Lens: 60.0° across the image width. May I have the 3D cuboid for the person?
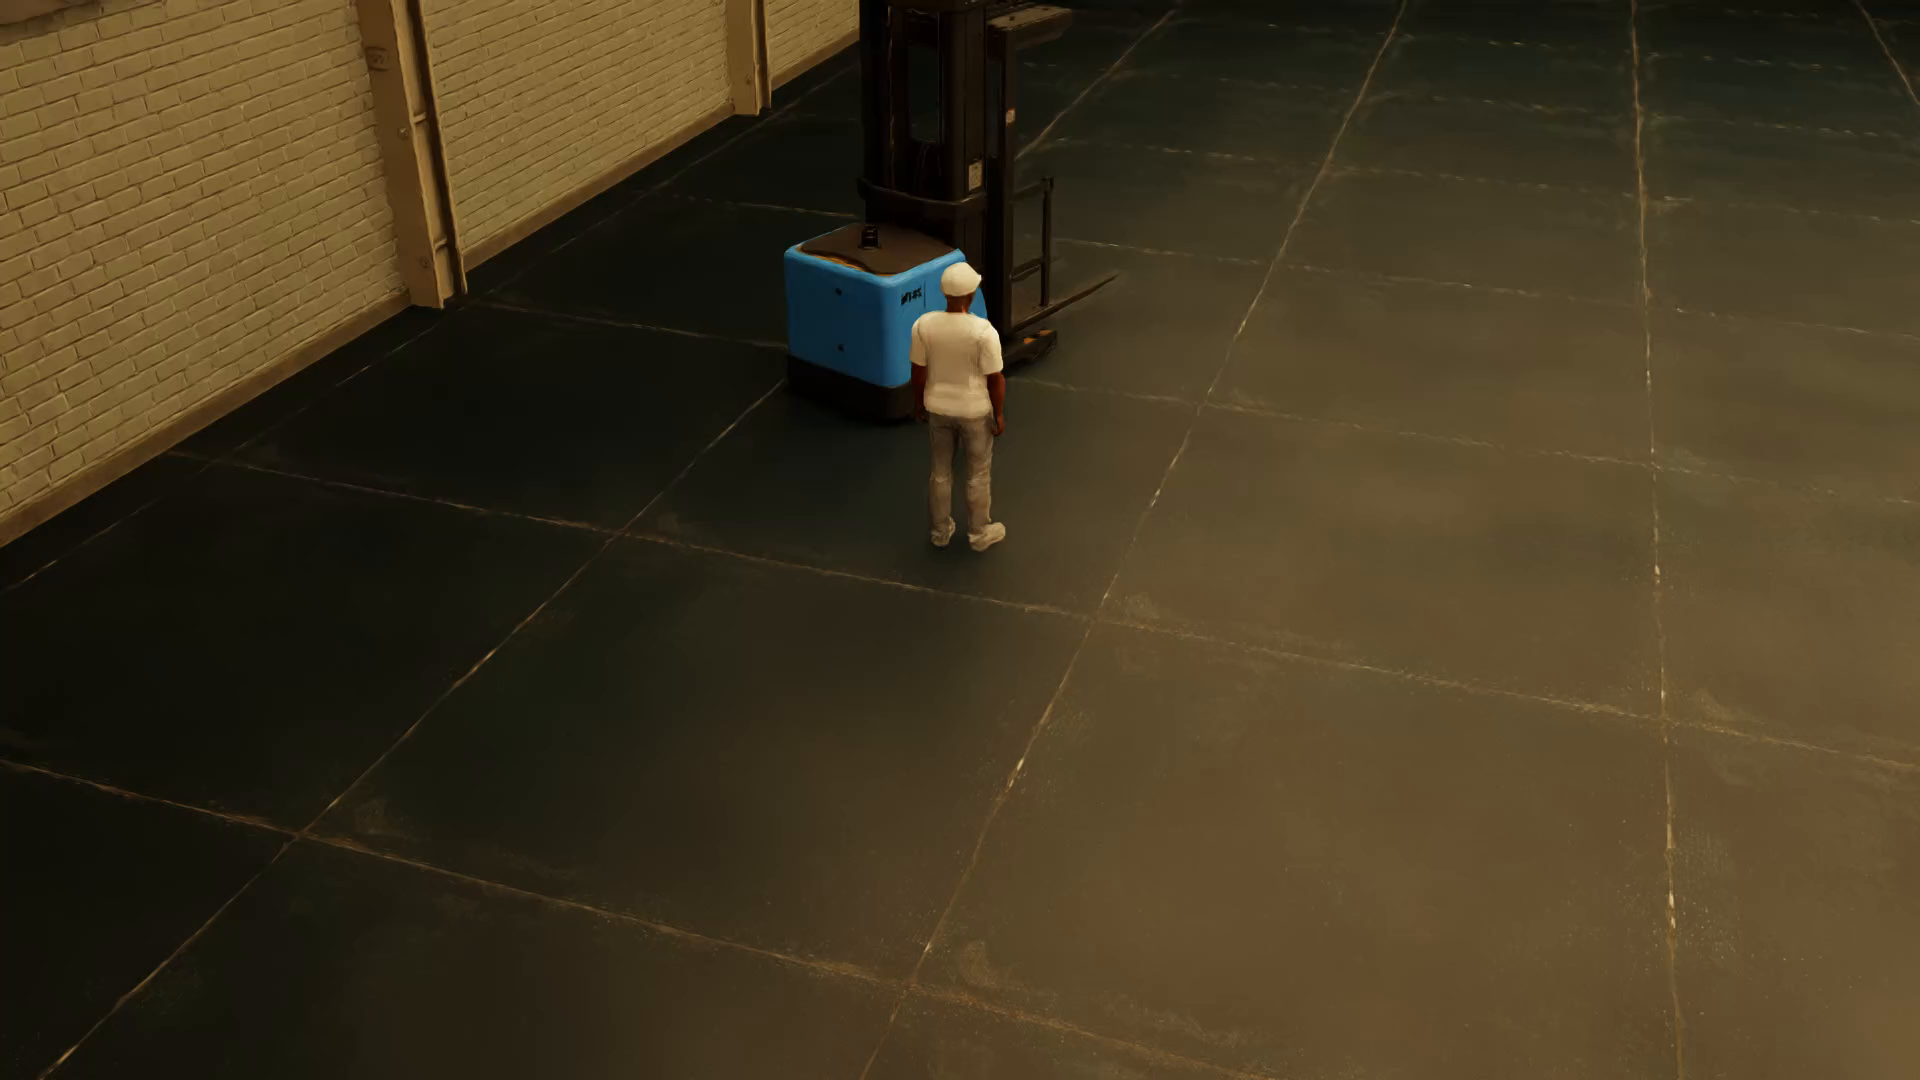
[{"bbox_3d":[0.003,-0.774,9.669,0.559,1.771,0.367,10,31,16],"label":"person"}]

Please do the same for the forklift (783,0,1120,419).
[{"bbox_3d":[0.082,-2.762,11.982,1.130,2.935,3.031,22,36,33],"label":"forklift"}]
